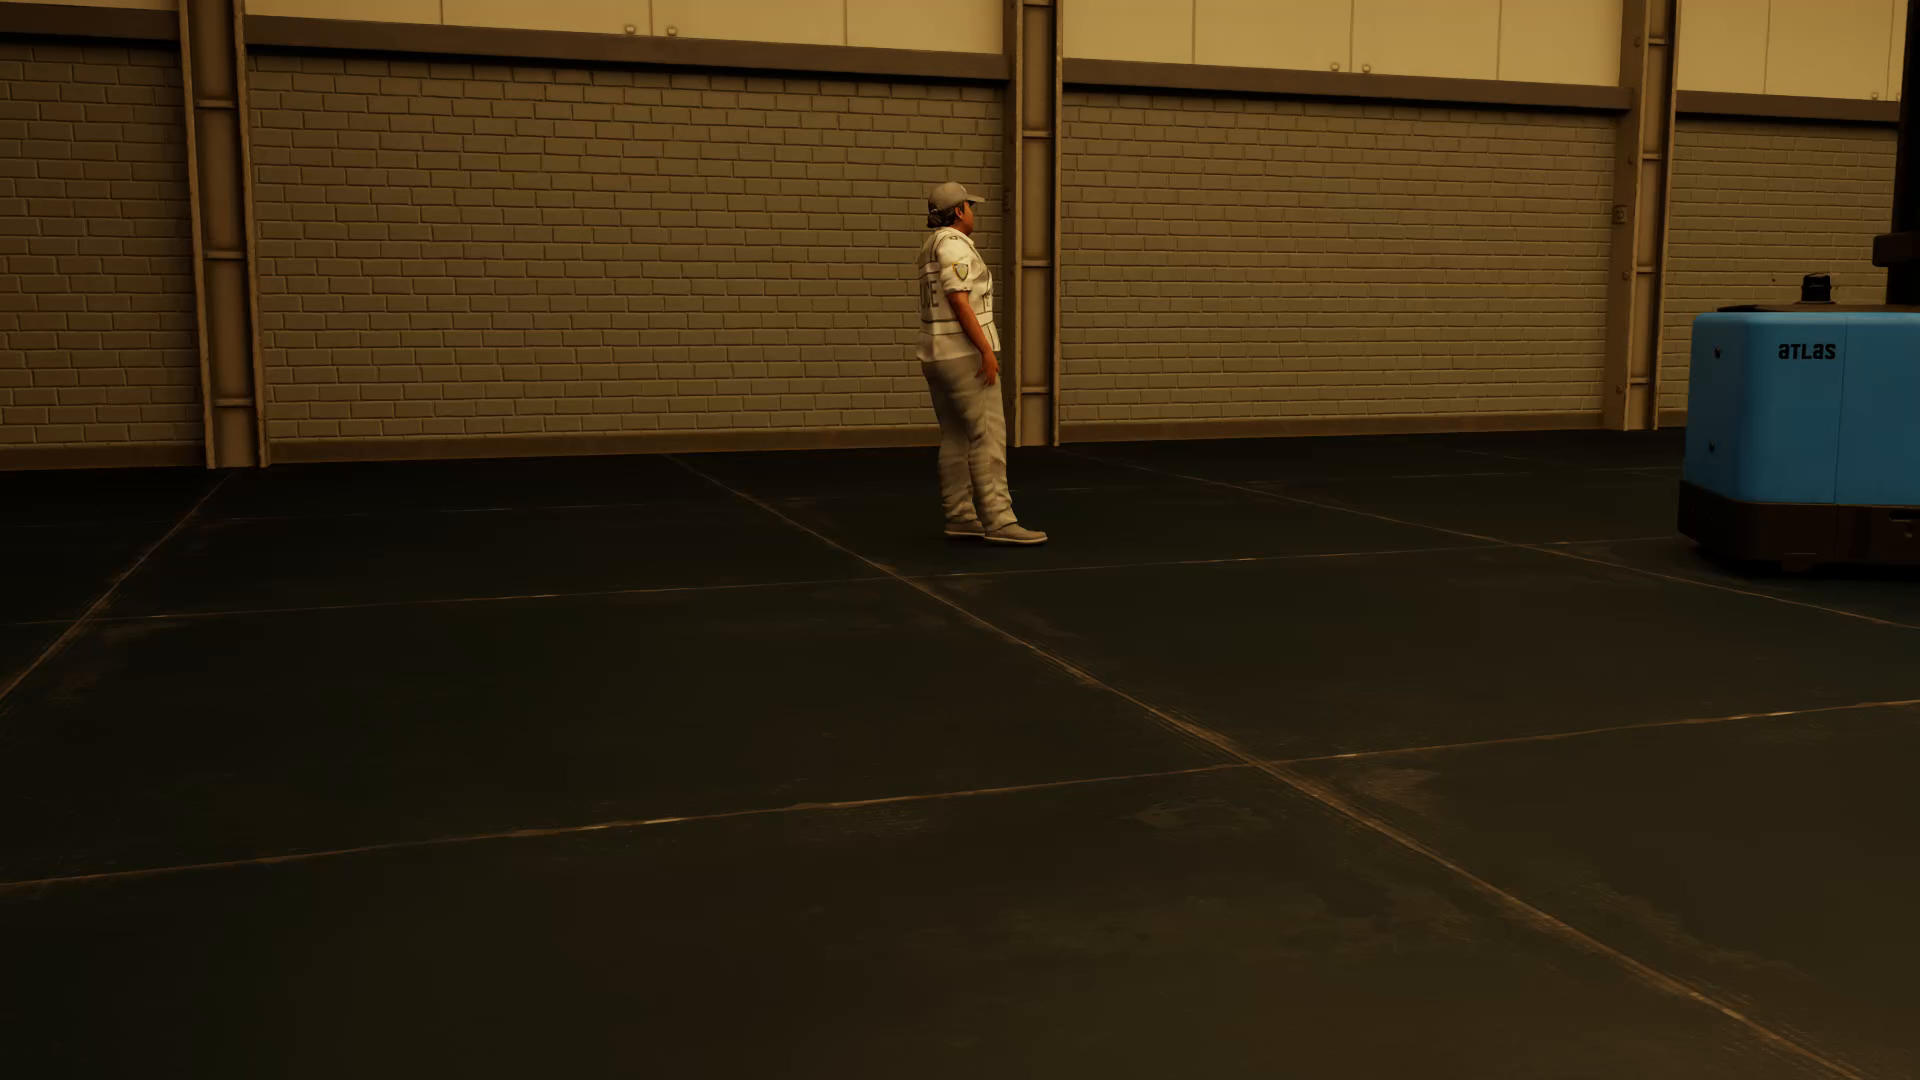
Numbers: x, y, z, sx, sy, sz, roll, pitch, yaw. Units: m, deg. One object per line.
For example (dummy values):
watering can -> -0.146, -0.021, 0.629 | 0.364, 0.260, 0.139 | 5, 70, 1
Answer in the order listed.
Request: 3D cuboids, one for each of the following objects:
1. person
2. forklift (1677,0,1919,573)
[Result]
person -> 0.080, -0.833, 7.813 | 0.529, 1.670, 0.598 | -3, 8, -18
forklift -> 4.730, -1.328, 6.814 | 3.031, 2.935, 1.130 | 1, 8, 10
